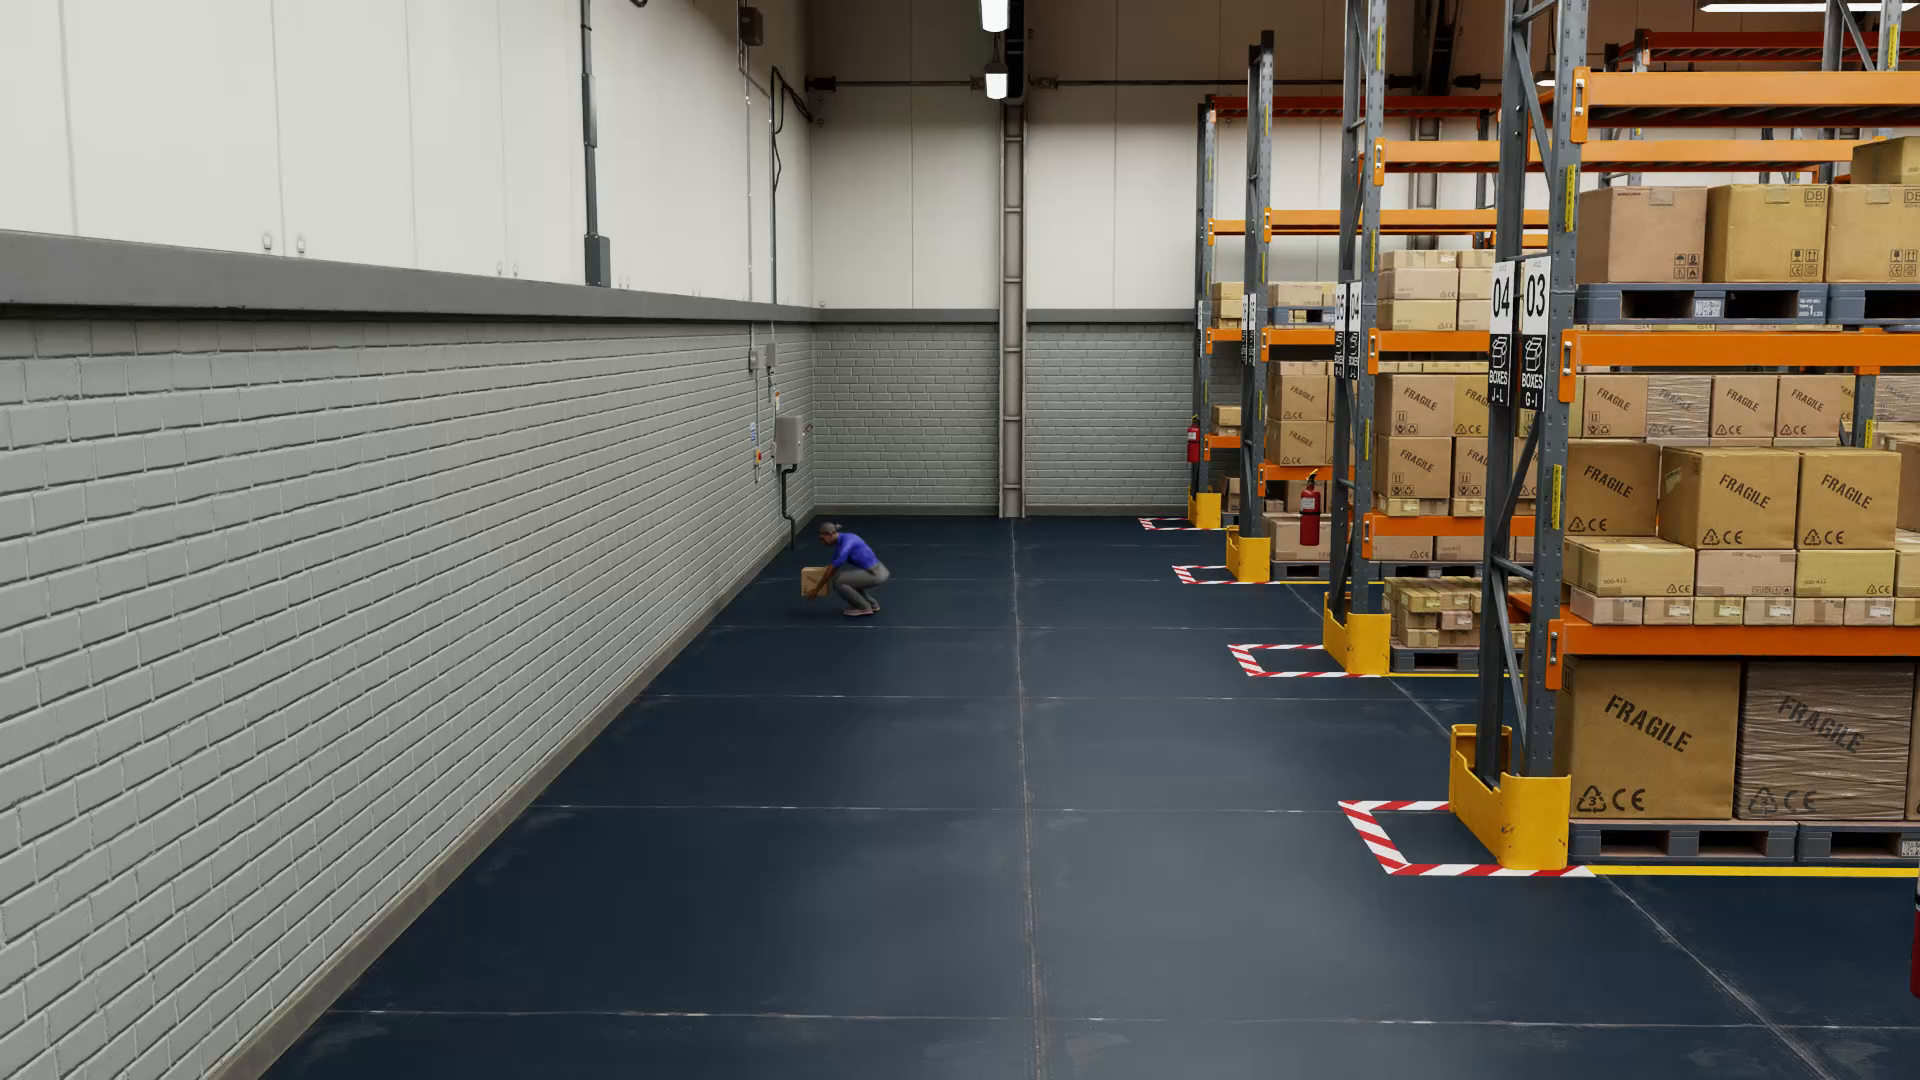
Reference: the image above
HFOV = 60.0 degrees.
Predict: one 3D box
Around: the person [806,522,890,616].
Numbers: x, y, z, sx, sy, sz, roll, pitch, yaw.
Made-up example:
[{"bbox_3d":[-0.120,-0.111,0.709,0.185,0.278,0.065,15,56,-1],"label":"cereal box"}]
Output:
[{"bbox_3d":[-1.112,0.279,16.516,0.824,0.940,0.470,0,7,0],"label":"person"}]
